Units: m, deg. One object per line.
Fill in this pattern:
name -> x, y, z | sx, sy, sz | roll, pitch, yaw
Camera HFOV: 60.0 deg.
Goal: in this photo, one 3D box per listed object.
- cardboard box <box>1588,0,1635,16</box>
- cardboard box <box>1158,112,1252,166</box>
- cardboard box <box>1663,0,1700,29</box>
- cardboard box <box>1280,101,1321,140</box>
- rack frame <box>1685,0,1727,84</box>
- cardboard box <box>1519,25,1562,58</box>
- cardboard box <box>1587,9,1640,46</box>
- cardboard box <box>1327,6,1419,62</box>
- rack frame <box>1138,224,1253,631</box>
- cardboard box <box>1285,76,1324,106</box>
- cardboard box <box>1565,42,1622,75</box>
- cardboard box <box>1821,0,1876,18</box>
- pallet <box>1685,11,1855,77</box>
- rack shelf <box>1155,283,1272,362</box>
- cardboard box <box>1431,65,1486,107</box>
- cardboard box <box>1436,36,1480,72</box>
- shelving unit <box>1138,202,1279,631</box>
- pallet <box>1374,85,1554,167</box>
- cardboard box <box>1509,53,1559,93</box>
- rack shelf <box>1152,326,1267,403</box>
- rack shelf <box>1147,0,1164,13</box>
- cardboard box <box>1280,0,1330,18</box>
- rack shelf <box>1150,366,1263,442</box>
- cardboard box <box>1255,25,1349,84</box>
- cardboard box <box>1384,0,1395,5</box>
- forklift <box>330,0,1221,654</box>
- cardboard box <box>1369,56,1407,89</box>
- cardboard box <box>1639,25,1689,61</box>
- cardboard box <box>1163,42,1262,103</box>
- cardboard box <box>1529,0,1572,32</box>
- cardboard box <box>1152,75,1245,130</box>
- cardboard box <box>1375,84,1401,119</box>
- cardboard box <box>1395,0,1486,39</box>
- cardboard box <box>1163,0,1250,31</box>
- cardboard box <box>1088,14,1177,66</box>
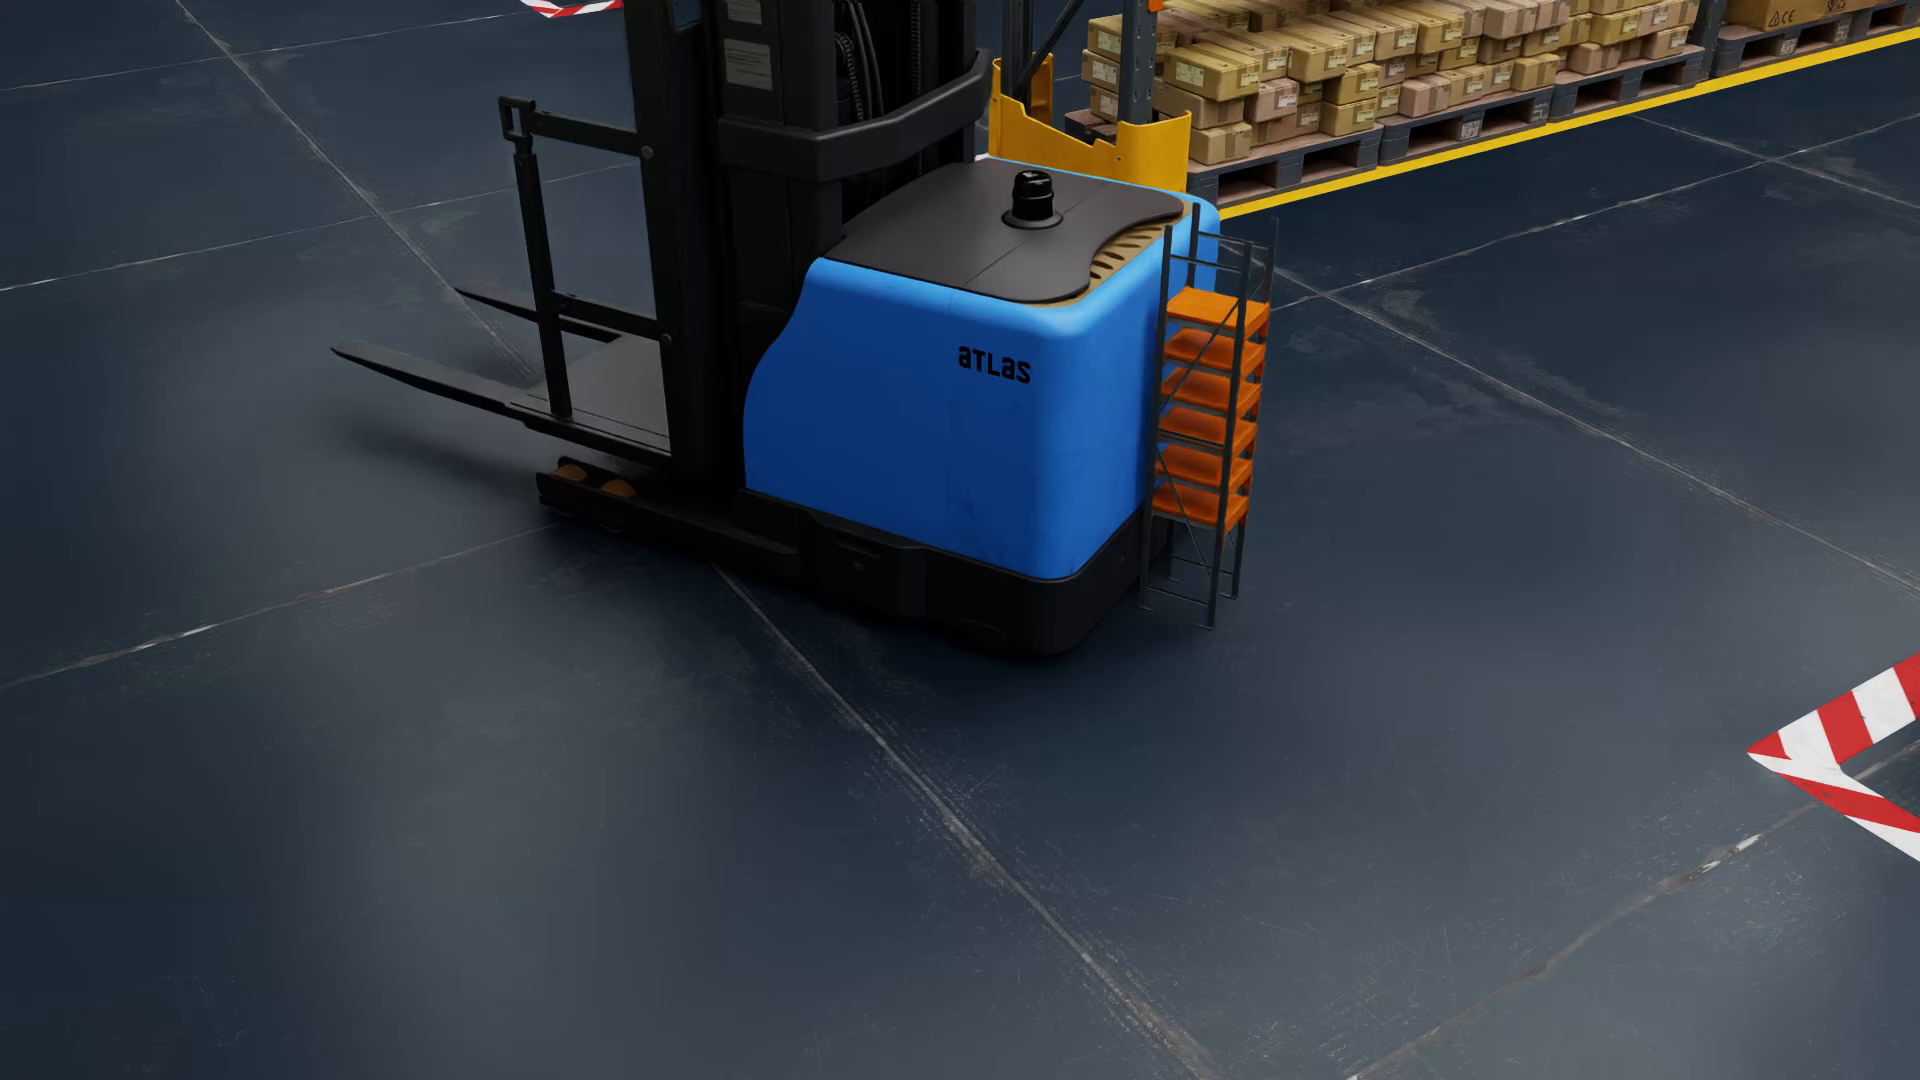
cardboard box -> 3.318, -2.888, 8.738 | 0.250, 0.149, 0.380 | -19, 37, -28
cardboard box -> 1.127, -1.875, 7.689 | 0.250, 0.149, 0.380 | -18, 37, -26
cardboard box -> 3.783, -2.915, 9.060 | 0.250, 0.149, 0.380 | -18, 37, -26
cardboard box -> 1.508, -2.062, 7.986 | 0.250, 0.149, 0.380 | -19, 37, -27
rack frame -> 3.875, -4.051, 8.861 | 0.127, 3.000, 1.000 | -19, 37, -27
cardboard box -> 2.879, -2.635, 8.616 | 0.250, 0.149, 0.380 | -18, 36, -26
cardboard box -> 3.346, -2.746, 8.792 | 0.250, 0.149, 0.380 | -20, 38, -29
cardboard box -> 1.987, -2.451, 8.045 | 0.250, 0.149, 0.380 | -17, 36, -25
rack frame -> 0.633, -0.275, 4.562 | 0.240, 1.200, 0.006 | 17, 36, 25
cardboard box -> 1.511, -2.193, 7.915 | 0.250, 0.149, 0.380 | -18, 37, -27
cardboard box -> 3.279, -2.614, 8.861 | 0.250, 0.149, 0.380 | -20, 38, -29
cardboard box -> 5.084, -3.420, 9.810 | 0.500, 0.500, 0.500 | -17, 36, -25
pallet -> 4.529, -3.098, 9.963 | 1.213, 0.211, 1.003 | -19, 37, -27
rack shelf -> 0.679, -0.584, 4.460 | 0.258, 0.103, 0.180 | 17, 36, 25
cardboard box -> 2.420, -2.328, 8.407 | 0.250, 0.149, 0.380 | -19, 37, -27
cardboard box -> 2.395, -2.509, 8.415 | 0.250, 0.149, 0.380 | -17, 36, -25
shelving unit -> 0.679, -0.318, 4.629 | 0.258, 1.200, 0.189 | 17, 36, 25
pallet -> 2.303, -2.307, 8.709 | 1.213, 0.211, 1.003 | -19, 37, -27
cardboard box -> 2.860, -2.458, 8.613 | 0.250, 0.149, 0.380 | -19, 37, -27
rack shelf -> 0.679, -0.483, 4.524 | 0.258, 0.103, 0.180 | 17, 36, 25
rack shelf -> 2.194, -3.169, 8.136 | 4.000, 0.370, 1.077 | -19, 37, -27
cardboard box -> 1.659, -2.713, 8.460 | 0.250, 0.149, 0.380 | -18, 36, -26
rack shelf -> 0.679, -0.382, 4.588 | 0.258, 0.103, 0.180 | 17, 36, 25
cardboard box -> 1.585, -2.267, 7.753 | 0.250, 0.149, 0.380 | -19, 37, -27
cardboard box -> 2.146, -2.828, 8.642 | 0.250, 0.149, 0.380 | -19, 37, -27
forklift -> -0.768, -1.488, 4.861 | 3.031, 2.935, 1.130 | 17, 36, 25
cardboard box -> 1.957, -2.338, 8.145 | 0.250, 0.149, 0.380 | -21, 38, -29
cardboard box -> 3.730, -2.757, 9.088 | 0.250, 0.149, 0.380 | -18, 37, -27
cardboard box -> 1.138, -2.118, 7.516 | 0.250, 0.149, 0.380 | -21, 38, -29
cardboard box -> 2.881, -2.729, 8.485 | 0.250, 0.149, 0.380 | -21, 38, -30
cardboard box -> 1.093, -2.029, 7.655 | 0.250, 0.149, 0.380 | -17, 36, -25
cardboard box -> 1.945, -2.203, 8.210 | 0.250, 0.149, 0.380 | -19, 37, -27
cardboard box -> 2.392, -2.623, 8.317 | 0.250, 0.149, 0.380 | -19, 37, -27
cardboard box -> 1.212, -2.564, 8.224 | 0.250, 0.149, 0.380 | -20, 37, -28
cardboard box -> 0.821, -2.385, 7.941 | 0.250, 0.149, 0.380 | -19, 37, -27
